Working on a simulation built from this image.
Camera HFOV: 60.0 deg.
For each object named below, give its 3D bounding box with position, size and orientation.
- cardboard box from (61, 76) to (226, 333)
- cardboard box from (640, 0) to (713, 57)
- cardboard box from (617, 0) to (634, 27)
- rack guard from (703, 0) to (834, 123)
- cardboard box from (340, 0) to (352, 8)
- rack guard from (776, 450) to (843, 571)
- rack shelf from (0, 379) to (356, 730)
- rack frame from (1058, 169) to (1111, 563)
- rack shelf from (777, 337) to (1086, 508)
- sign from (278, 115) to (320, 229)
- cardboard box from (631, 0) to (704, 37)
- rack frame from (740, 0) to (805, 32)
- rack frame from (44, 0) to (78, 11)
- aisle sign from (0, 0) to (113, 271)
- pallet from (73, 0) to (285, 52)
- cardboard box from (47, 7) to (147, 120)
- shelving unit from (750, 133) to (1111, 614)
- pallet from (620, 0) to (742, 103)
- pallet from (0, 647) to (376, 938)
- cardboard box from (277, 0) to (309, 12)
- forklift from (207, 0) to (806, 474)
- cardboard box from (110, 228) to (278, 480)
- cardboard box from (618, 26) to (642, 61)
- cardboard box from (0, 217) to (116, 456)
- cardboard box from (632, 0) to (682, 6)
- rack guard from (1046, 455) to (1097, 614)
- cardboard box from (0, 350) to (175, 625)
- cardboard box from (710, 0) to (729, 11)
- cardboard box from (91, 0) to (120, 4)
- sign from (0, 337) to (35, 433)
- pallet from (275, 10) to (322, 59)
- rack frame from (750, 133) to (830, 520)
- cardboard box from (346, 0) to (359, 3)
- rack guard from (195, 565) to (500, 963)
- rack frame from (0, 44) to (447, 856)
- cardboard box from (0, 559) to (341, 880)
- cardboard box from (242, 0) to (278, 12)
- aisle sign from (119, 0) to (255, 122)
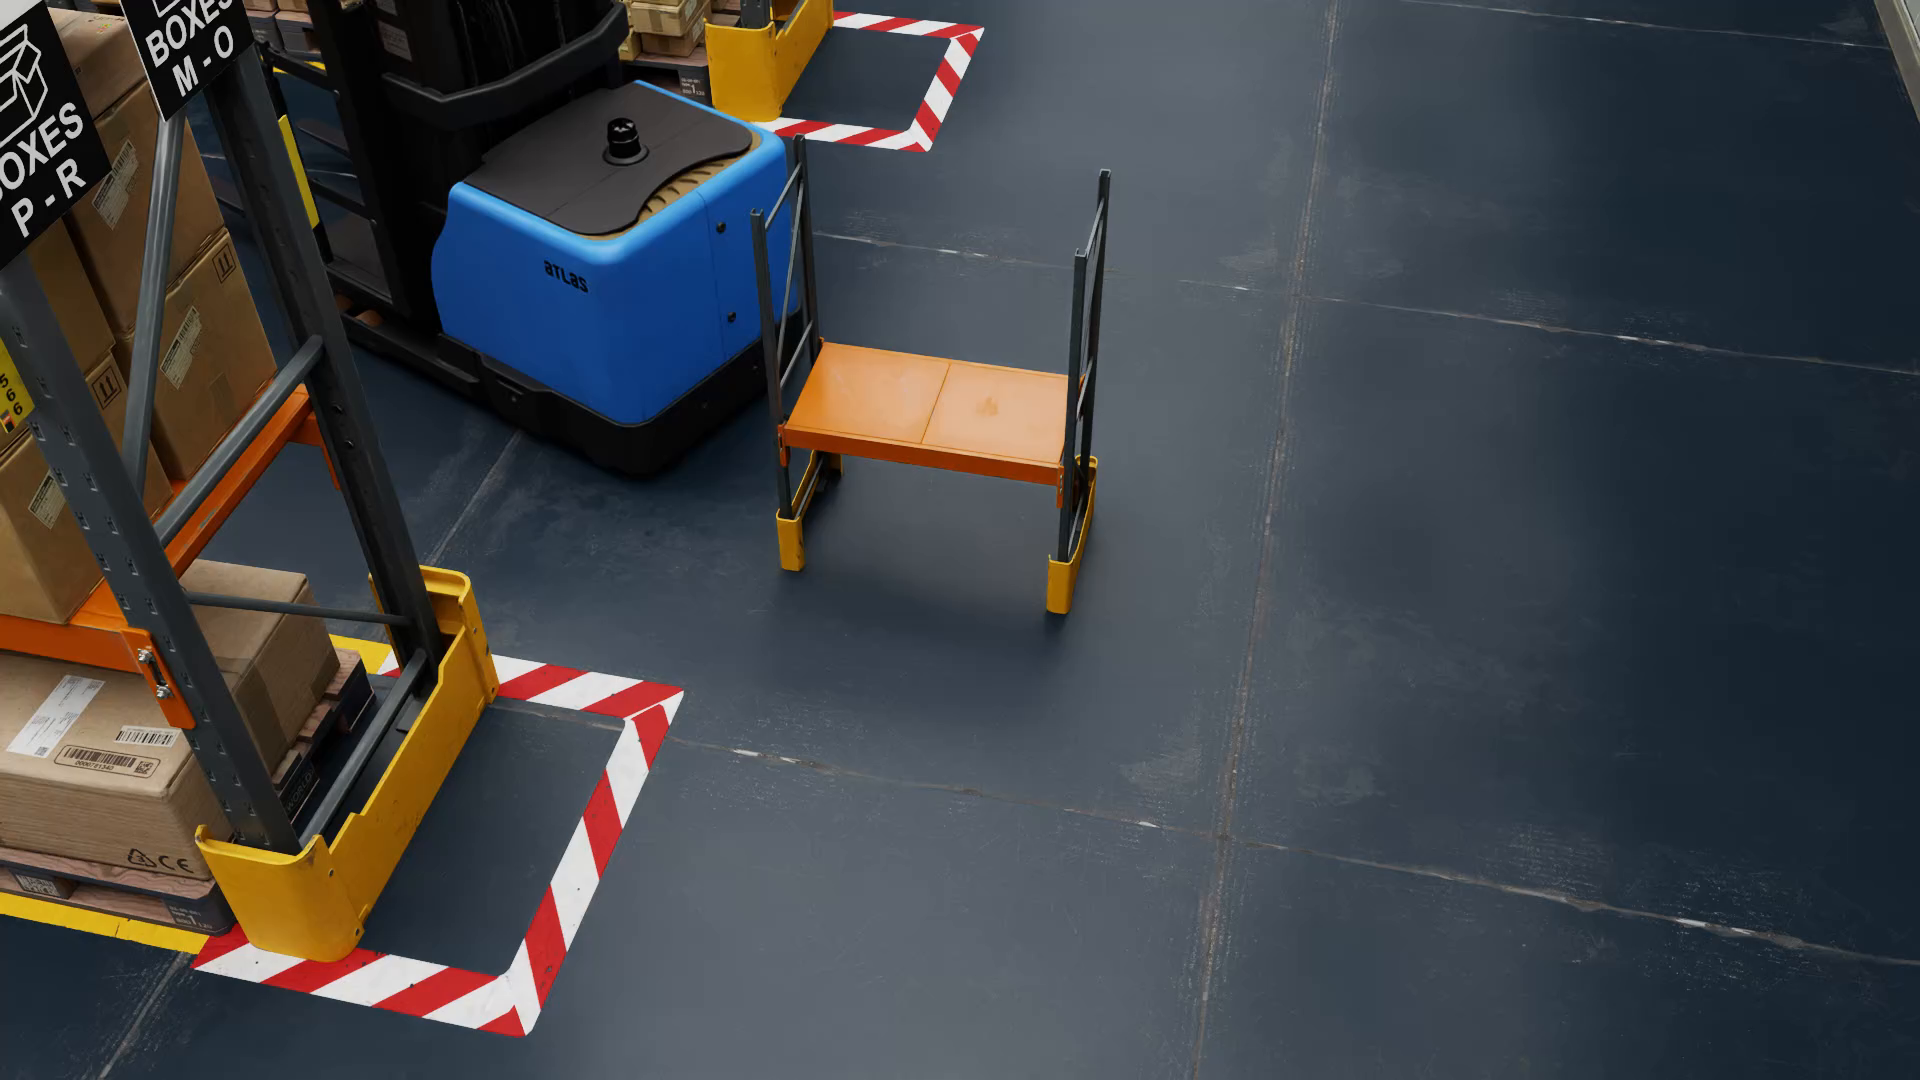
[{"bbox_3d":[-2.296,-0.902,4.231,0.500,0.500,0.500,8,44,8],"label":"cardboard box"},{"bbox_3d":[-1.467,-2.668,8.612,0.250,0.149,0.380,10,45,10],"label":"cardboard box"},{"bbox_3d":[-1.728,-2.799,8.534,0.250,0.149,0.380,8,44,8],"label":"cardboard box"},{"bbox_3d":[-0.982,-2.716,8.711,0.348,0.500,1.175,9,45,9],"label":"rack guard"},{"bbox_3d":[-3.251,-2.893,8.846,0.250,0.149,0.380,8,44,8],"label":"cardboard box"},{"bbox_3d":[-0.560,-0.177,6.254,0.087,0.250,0.587,9,45,9],"label":"rack guard"},{"bbox_3d":[-3.842,-0.284,4.900,4.000,0.370,1.077,9,45,9],"label":"rack shelf"},{"bbox_3d":[0.413,-0.476,5.663,0.032,1.500,0.500,9,45,9],"label":"rack frame"},{"bbox_3d":[-0.083,-0.424,5.868,1.000,0.185,0.538,9,45,9],"label":"rack shelf"},{"bbox_3d":[-1.763,-0.955,4.398,0.005,0.325,0.100,9,45,9],"label":"sign"},{"bbox_3d":[-1.485,-2.723,8.455,0.250,0.149,0.380,8,44,8],"label":"cardboard box"},{"bbox_3d":[-0.908,-3.605,7.833,0.127,3.000,1.000,9,45,9],"label":"rack frame"},{"bbox_3d":[-4.811,-4.211,8.462,0.127,3.000,1.000,9,45,9],"label":"rack frame"},{"bbox_3d":[-1.887,-0.956,3.206,0.004,0.787,0.394,9,45,9],"label":"aisle sign"},{"bbox_3d":[-4.148,-3.128,9.348,1.213,0.211,1.003,9,45,9],"label":"pallet"},{"bbox_3d":[-2.176,-1.111,3.980,0.250,0.149,0.380,10,45,10],"label":"cardboard box"},{"bbox_3d":[-0.074,-0.552,5.742,1.083,1.500,0.587,9,45,9],"label":"shelving unit"},{"bbox_3d":[-1.767,-2.759,8.964,1.213,0.211,1.003,9,45,9],"label":"pallet"},{"bbox_3d":[-2.687,0.697,5.374,1.213,0.211,1.003,9,45,9],"label":"pallet"},{"bbox_3d":[-3.484,-2.998,8.955,0.250,0.149,0.380,7,44,7],"label":"cardboard box"},{"bbox_3d":[-2.140,-2.136,6.356,3.031,2.935,1.130,27,50,25],"label":"forklift"},{"bbox_3d":[-2.296,-0.543,4.579,0.500,0.500,0.500,9,45,9],"label":"cardboard box"},{"bbox_3d":[-1.740,-2.638,8.581,0.250,0.149,0.380,10,45,10],"label":"cardboard box"},{"bbox_3d":[-2.412,-0.548,3.863,0.500,0.500,0.500,10,45,10],"label":"cardboard box"},{"bbox_3d":[-1.480,-2.852,8.374,0.250,0.149,0.380,9,45,10],"label":"cardboard box"},{"bbox_3d":[0.412,-0.026,6.097,0.087,0.250,0.587,9,45,9],"label":"rack guard"},{"bbox_3d":[-2.419,-0.170,4.191,0.500,0.500,0.500,9,45,9],"label":"cardboard box"},{"bbox_3d":[-1.349,-3.025,8.983,0.250,0.149,0.380,10,45,10],"label":"cardboard box"},{"bbox_3d":[-4.526,-3.063,9.022,0.250,0.149,0.380,7,44,7],"label":"cardboard box"},{"bbox_3d":[-2.022,-0.377,3.473,0.005,0.325,0.100,9,45,9],"label":"sign"},{"bbox_3d":[-2.954,-2.945,9.158,1.213,0.211,1.003,9,45,9],"label":"pallet"},{"bbox_3d":[-0.579,-0.630,5.823,0.032,1.500,0.500,9,45,9],"label":"rack frame"},{"bbox_3d":[-3.022,-2.945,8.685,0.250,0.149,0.380,9,45,9],"label":"cardboard box"},{"bbox_3d":[-1.867,0.664,5.199,0.348,0.500,1.175,9,45,9],"label":"rack guard"},{"bbox_3d":[-1.890,-0.240,4.336,0.127,3.000,1.000,9,45,9],"label":"rack frame"},{"bbox_3d":[-2.556,0.500,5.113,0.875,0.438,0.875,7,44,8],"label":"cardboard box"},{"bbox_3d":[-3.754,-3.015,8.972,0.250,0.149,0.380,8,44,8],"label":"cardboard box"},{"bbox_3d":[-1.756,-1.362,3.627,0.004,0.787,0.394,9,45,9],"label":"aisle sign"}]
